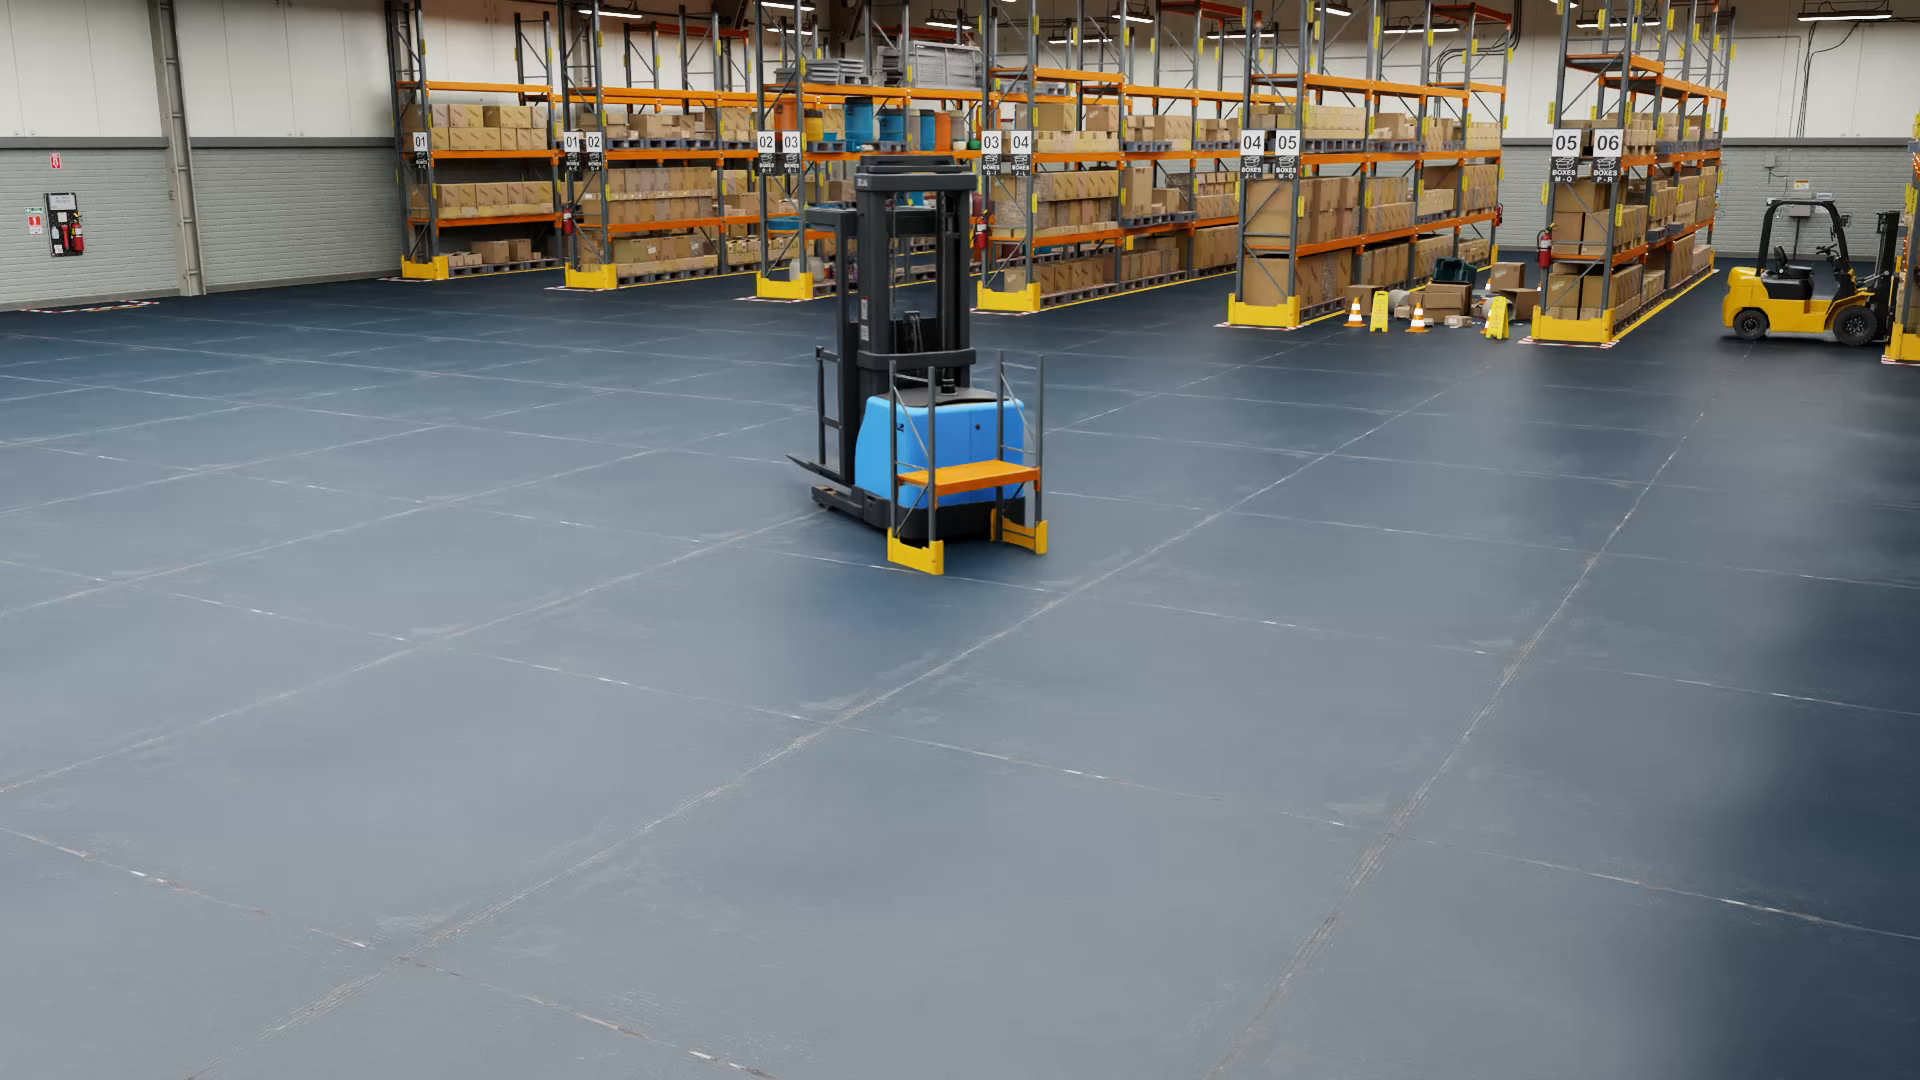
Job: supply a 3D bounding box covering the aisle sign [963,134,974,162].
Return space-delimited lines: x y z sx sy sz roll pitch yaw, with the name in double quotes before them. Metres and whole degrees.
"aisle sign" 0.226 -11.353 48.177 0.394 0.787 0.004 7 15 28

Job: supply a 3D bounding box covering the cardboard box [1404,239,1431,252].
"cardboard box" 9.811 -6.334 35.744 0.500 0.250 0.500 7 15 27

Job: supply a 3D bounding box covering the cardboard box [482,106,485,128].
"cardboard box" -11.407 -9.822 38.586 0.500 0.500 0.500 7 15 28

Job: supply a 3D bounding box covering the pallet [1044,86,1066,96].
"pallet" 1.953 -11.184 41.479 1.003 0.211 1.213 7 15 28

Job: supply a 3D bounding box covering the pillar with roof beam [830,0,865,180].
"pillar with roof beam" -0.096 -13.751 50.870 9.100 9.000 0.548 7 15 28

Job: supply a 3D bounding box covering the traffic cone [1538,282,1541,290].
"traffic cone" 10.843 -4.581 31.050 0.336 0.463 0.334 7 15 28

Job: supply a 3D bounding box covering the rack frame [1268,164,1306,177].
"rack frame" 8.595 -8.986 43.908 1.000 3.000 0.127 7 15 28

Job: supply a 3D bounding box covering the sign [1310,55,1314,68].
"sign" 9.063 -12.331 42.819 0.100 0.325 0.005 7 15 28

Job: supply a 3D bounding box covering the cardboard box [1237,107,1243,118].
"cardboard box" 7.122 -10.482 40.790 0.500 0.250 0.500 6 15 24

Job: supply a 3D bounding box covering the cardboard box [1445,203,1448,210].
"cardboard box" 10.689 -7.457 37.204 0.380 0.149 0.250 7 15 28

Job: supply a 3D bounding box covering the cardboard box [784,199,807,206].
"cardboard box" -4.156 -8.355 41.481 0.500 0.311 0.500 9 16 32

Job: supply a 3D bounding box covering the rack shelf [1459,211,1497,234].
"rack shelf" 11.921 -7.644 39.874 1.077 0.370 4.000 7 15 28

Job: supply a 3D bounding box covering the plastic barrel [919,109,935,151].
"plastic barrel" -0.853 -9.185 37.262 0.600 0.901 0.708 7 15 28

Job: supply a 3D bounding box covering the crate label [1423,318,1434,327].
"crate label" 7.804 -3.648 27.873 0.250 0.136 0.298 0 14 -1

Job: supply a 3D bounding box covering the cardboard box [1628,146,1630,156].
"cardboard box" 10.410 -6.171 26.368 0.380 0.149 0.250 7 15 26

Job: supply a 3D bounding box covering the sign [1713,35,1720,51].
"sign" 15.817 -10.393 34.780 0.100 0.325 0.005 7 15 28

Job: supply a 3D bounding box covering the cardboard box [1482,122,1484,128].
"cardboard box" 12.100 -9.757 39.107 0.380 0.149 0.250 7 15 26

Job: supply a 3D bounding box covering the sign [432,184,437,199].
"sign" -11.673 -7.747 36.920 0.100 0.325 0.005 7 15 28

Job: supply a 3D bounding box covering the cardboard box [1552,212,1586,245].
"cardboard box" 9.557 -4.917 26.180 0.500 0.500 0.500 7 15 27

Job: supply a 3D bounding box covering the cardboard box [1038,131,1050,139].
"cardboard box" 1.406 -7.355 30.212 0.380 0.149 0.250 8 16 29

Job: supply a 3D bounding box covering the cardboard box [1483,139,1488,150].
"cardboard box" 12.168 -9.349 39.331 0.500 0.250 0.500 8 16 31

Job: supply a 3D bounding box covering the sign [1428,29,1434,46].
"sign" 9.508 -10.148 33.595 0.100 0.325 0.005 7 15 28

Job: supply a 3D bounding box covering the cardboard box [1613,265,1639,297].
"cardboard box" 11.174 -4.377 28.161 0.500 0.500 0.500 8 16 29

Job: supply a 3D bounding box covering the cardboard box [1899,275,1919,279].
"cardboard box" 15.052 -4.026 26.171 0.500 0.250 0.500 7 15 28

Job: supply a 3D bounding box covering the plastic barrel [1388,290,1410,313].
"plastic barrel" 7.882 -4.283 29.895 0.421 0.421 0.512 -5 14 -20

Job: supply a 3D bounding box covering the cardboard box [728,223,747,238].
"cardboard box" -6.547 -8.860 47.076 0.750 0.750 0.750 8 15 29

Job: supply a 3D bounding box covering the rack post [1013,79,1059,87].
"rack post" 1.891 -11.437 41.436 0.937 0.300 0.954 7 15 27

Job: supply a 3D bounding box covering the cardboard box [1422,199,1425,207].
"cardboard box" 9.686 -7.176 35.406 0.380 0.149 0.250 7 15 26

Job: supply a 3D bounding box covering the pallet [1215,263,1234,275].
"pallet" 5.766 -6.392 39.097 1.003 0.211 1.213 7 15 28

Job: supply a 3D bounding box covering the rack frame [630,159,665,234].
"rack frame" -8.280 -9.029 44.084 1.000 3.000 0.127 7 15 28

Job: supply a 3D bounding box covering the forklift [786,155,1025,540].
"forklift" -0.612 -1.721 13.920 1.130 2.935 3.031 -7 15 -27

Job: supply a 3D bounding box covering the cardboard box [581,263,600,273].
"cardboard box" -7.809 -5.838 35.819 0.500 0.250 0.500 7 15 28

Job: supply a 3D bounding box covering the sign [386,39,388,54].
"sign" -12.624 -10.902 36.723 0.100 0.325 0.005 7 15 28

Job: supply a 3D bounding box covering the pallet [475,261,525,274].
"pallet" -11.097 -6.459 39.376 1.003 0.211 1.213 7 15 28

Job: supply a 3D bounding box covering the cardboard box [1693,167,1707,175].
"cardboard box" 16.241 -8.135 36.647 0.380 0.149 0.250 7 15 26

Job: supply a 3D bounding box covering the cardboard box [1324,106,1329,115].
"cardboard box" 6.086 -7.338 28.398 0.380 0.149 0.250 7 15 27

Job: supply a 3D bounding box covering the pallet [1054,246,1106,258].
"pallet" 3.236 -7.778 44.845 1.003 0.211 1.213 7 15 28

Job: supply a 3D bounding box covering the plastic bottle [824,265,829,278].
"plastic bottle" -2.825 -5.630 34.858 0.152 0.276 0.135 8 15 28

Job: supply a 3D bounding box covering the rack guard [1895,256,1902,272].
"rack guard" 21.581 -6.071 37.150 1.175 0.500 0.348 7 15 28

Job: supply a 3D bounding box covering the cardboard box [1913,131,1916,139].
"cardboard box" 18.569 -7.793 31.985 0.380 0.149 0.250 8 16 29

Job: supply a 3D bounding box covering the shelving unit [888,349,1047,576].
"shelving unit" 0.061 -0.604 12.338 1.083 1.500 0.587 -11 17 -37

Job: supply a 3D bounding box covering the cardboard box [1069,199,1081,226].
"cardboard box" 1.819 -6.322 32.008 0.875 0.500 0.500 7 15 28

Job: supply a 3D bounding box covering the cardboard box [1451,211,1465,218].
"cardboard box" 11.378 -7.482 38.204 0.380 0.149 0.250 8 16 30

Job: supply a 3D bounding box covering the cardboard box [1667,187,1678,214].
"cardboard box" 13.427 -6.495 31.830 0.500 0.500 0.500 7 15 26

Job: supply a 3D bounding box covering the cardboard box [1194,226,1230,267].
"cardboard box" 5.517 -6.838 38.633 1.225 0.875 0.875 7 15 28

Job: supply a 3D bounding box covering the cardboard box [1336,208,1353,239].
"cardboard box" 6.673 -5.822 30.464 0.875 0.550 0.550 7 15 28

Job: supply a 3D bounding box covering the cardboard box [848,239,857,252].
"cardboard box" -2.977 -7.738 43.126 0.500 0.500 0.500 7 15 27

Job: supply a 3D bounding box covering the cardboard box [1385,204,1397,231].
"cardboard box" 8.310 -6.378 32.875 0.500 0.500 0.500 8 16 29

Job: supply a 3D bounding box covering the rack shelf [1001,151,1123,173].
"rack shelf" 1.827 -7.223 31.727 1.077 0.370 4.000 7 15 28

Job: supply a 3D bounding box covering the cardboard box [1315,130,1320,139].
"cardboard box" 5.844 -6.848 28.064 0.380 0.149 0.250 7 15 28

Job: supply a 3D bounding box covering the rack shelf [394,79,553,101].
"rack shelf" -11.181 -10.363 38.360 1.077 0.370 4.000 7 15 28

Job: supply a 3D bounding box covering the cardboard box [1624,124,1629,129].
"cardboard box" 10.169 -6.452 25.832 0.380 0.149 0.250 7 15 28

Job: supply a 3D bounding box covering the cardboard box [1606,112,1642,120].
"cardboard box" 11.638 -7.367 29.150 0.500 0.250 0.500 8 16 29

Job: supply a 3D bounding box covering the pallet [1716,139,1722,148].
"pallet" 16.921 -9.125 38.274 1.003 0.211 1.213 7 15 28

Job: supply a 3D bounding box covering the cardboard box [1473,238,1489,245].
"cardboard box" 12.854 -7.374 41.137 0.380 0.149 0.250 8 15 29

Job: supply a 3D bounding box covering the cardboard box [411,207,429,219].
"cardboard box" -12.092 -7.442 37.780 0.500 0.250 0.500 8 16 29

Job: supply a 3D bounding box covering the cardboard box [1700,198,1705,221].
"cardboard box" 16.040 -7.261 36.538 0.500 0.500 0.500 7 15 28

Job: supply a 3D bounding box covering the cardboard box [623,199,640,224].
"cardboard box" -7.323 -7.078 35.780 0.700 0.500 0.500 8 16 29
